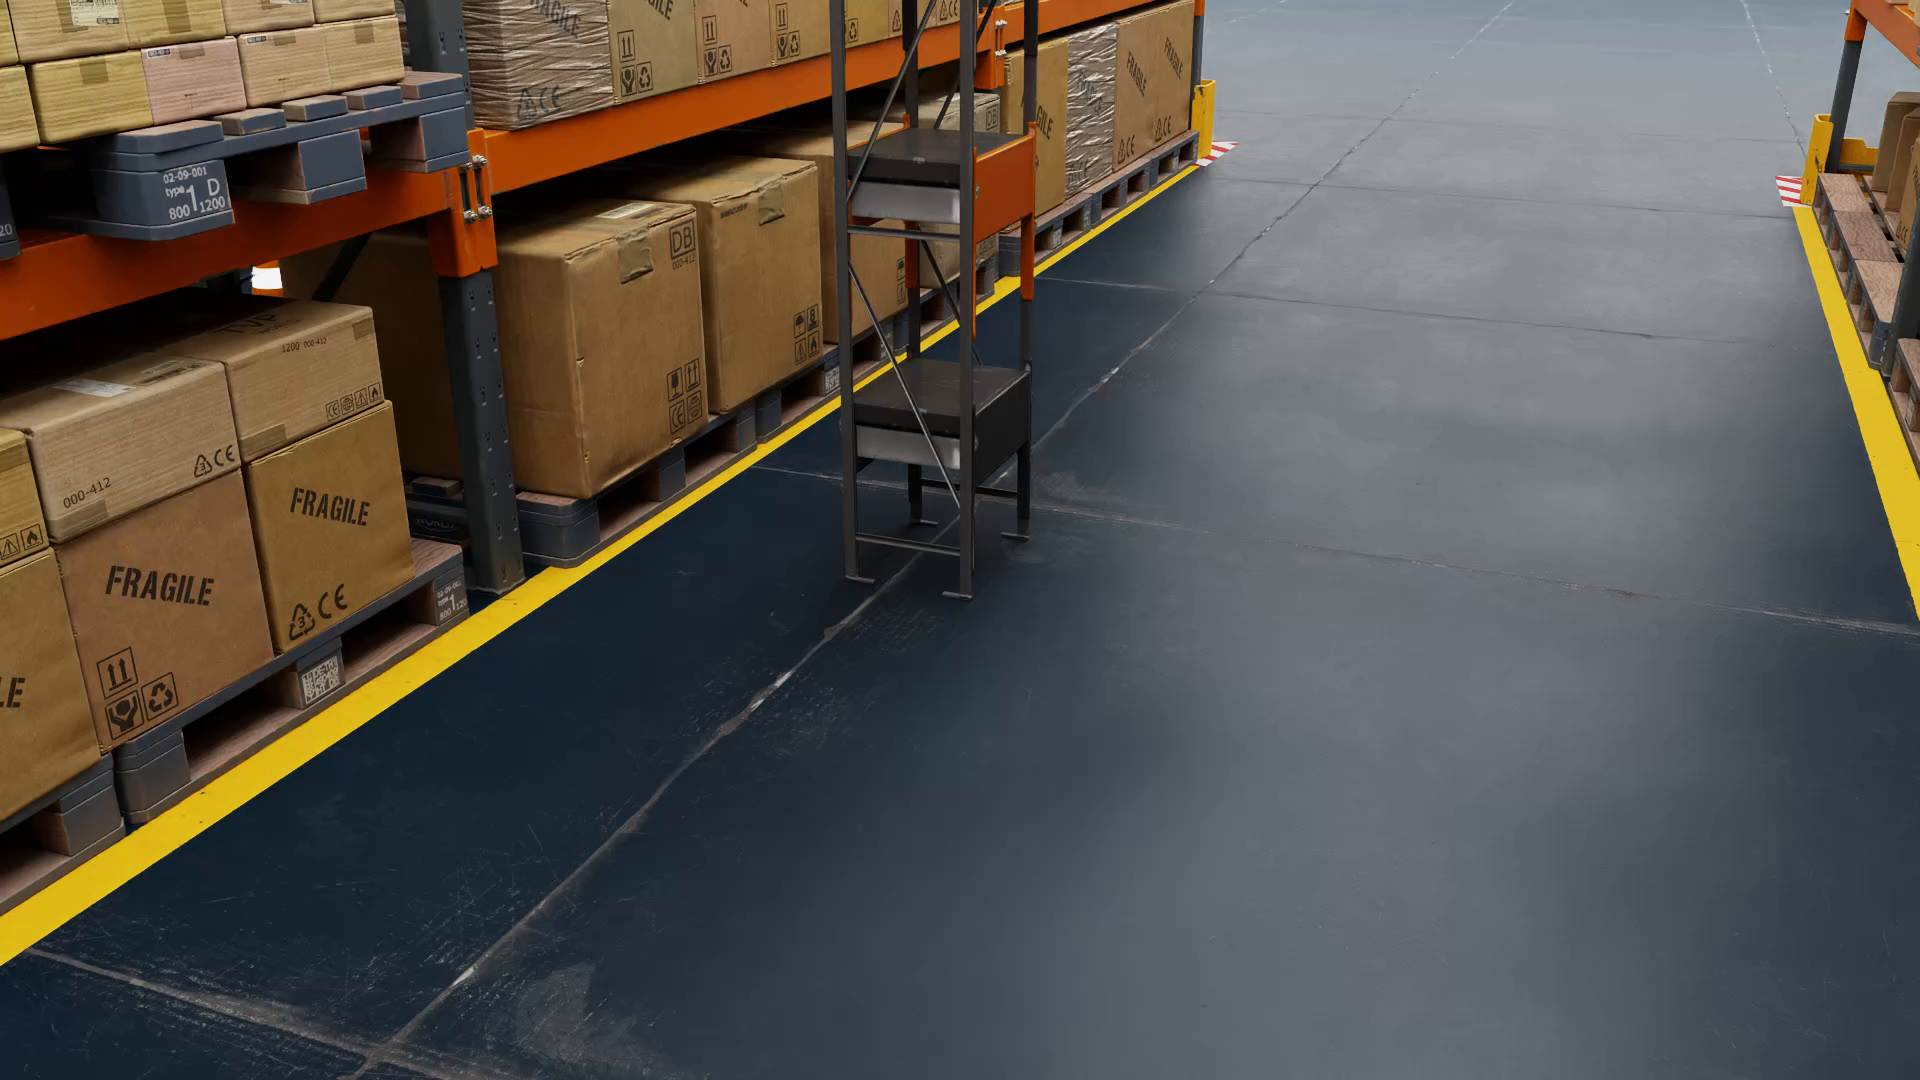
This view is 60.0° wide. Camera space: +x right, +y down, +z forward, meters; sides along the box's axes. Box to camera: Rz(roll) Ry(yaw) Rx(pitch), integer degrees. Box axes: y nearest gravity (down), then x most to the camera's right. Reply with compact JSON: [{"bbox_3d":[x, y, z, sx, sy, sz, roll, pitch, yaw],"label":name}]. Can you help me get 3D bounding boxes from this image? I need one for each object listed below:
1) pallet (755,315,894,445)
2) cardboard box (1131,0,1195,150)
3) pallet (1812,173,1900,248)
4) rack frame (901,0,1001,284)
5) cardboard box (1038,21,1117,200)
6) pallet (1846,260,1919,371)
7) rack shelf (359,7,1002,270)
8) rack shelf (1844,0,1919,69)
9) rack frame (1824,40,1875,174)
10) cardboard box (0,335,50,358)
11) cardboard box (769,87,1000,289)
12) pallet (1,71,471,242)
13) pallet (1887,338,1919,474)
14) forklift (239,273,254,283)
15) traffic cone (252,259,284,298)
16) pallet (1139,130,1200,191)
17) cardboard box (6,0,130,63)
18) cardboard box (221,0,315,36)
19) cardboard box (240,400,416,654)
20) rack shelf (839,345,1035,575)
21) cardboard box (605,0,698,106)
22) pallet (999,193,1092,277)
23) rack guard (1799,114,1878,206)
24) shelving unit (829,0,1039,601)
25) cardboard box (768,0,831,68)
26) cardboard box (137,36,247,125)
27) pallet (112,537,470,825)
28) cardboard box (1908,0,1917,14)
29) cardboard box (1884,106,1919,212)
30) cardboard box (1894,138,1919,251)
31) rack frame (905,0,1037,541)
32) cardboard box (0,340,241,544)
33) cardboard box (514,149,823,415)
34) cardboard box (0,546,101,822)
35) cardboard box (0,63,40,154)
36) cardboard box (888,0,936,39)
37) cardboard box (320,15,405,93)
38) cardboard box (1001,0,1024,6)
[{"bbox_3d":[-0.960,-0.728,6.718,1.003,0.211,1.213,9,24,20],"label":"pallet"},{"bbox_3d":[1.004,-3.132,11.068,0.875,0.875,0.875,9,24,20],"label":"cardboard box"},{"bbox_3d":[5.399,-1.825,9.345,1.003,0.211,1.213,9,24,20],"label":"pallet"},{"bbox_3d":[-0.292,-2.739,7.916,1.000,3.000,0.127,9,24,20],"label":"rack frame"},{"bbox_3d":[0.338,-2.491,9.533,0.875,0.875,0.875,9,24,20],"label":"cardboard box"},{"bbox_3d":[4.492,-0.952,7.254,1.003,0.211,1.213,9,24,20],"label":"pallet"},{"bbox_3d":[-1.035,-1.692,6.341,1.077,0.370,4.000,9,24,20],"label":"rack shelf"},{"bbox_3d":[5.019,-2.377,7.982,1.077,0.370,4.000,9,24,20],"label":"rack shelf"},{"bbox_3d":[5.762,-3.424,9.556,1.000,3.000,0.127,9,24,20],"label":"rack frame"},{"bbox_3d":[-2.447,-0.301,3.803,0.500,0.250,0.500,8,24,19],"label":"cardboard box"},{"bbox_3d":[-0.439,-1.660,7.706,1.050,0.750,0.750,9,24,20],"label":"cardboard box"},{"bbox_3d":[-1.943,-0.949,3.879,1.213,0.211,1.003,9,24,20],"label":"pallet"},{"bbox_3d":[3.988,-0.427,5.999,1.003,0.211,1.213,9,24,20],"label":"pallet"},{"bbox_3d":[-3.452,-1.767,5.677,1.130,2.935,3.031,8,24,18],"label":"forklift"},{"bbox_3d":[-3.265,-1.350,7.882,0.336,0.463,0.334,9,24,20],"label":"traffic cone"},{"bbox_3d":[0.970,-2.587,11.169,1.003,0.211,1.213,9,24,20],"label":"pallet"},{"bbox_3d":[-1.825,-1.001,3.150,0.380,0.149,0.250,9,24,20],"label":"cardboard box"},{"bbox_3d":[-1.636,-1.185,3.591,0.380,0.149,0.250,10,25,22],"label":"cardboard box"},{"bbox_3d":[-1.779,-0.075,4.237,0.500,0.500,0.500,9,24,20],"label":"cardboard box"},{"bbox_3d":[-0.061,-0.251,4.979,0.431,0.518,0.480,9,24,20],"label":"rack shelf"},{"bbox_3d":[-1.174,-1.658,5.199,0.500,0.500,0.500,9,24,20],"label":"cardboard box"},{"bbox_3d":[0.063,-1.713,9.078,1.003,0.211,1.213,9,24,20],"label":"pallet"},{"bbox_3d":[5.733,-2.244,9.973,1.175,0.500,0.348,9,24,20],"label":"rack guard"},{"bbox_3d":[-0.061,-0.910,4.703,0.431,2.100,0.503,9,24,20],"label":"shelving unit"},{"bbox_3d":[-0.799,-2.017,6.057,0.500,0.500,0.500,9,24,19],"label":"cardboard box"},{"bbox_3d":[-1.723,-0.963,3.444,0.380,0.149,0.250,9,24,21],"label":"cardboard box"},{"bbox_3d":[-2.069,0.258,4.358,1.003,0.211,1.213,9,24,20],"label":"pallet"},{"bbox_3d":[4.654,-2.531,7.743,0.380,0.149,0.250,9,24,20],"label":"cardboard box"},{"bbox_3d":[5.324,-2.025,8.904,0.500,0.500,0.500,16,28,34],"label":"cardboard box"},{"bbox_3d":[4.825,-1.610,7.911,0.500,0.500,0.500,7,24,15],"label":"cardboard box"},{"bbox_3d":[0.029,-0.997,4.913,0.400,2.100,0.015,9,24,20],"label":"rack frame"},{"bbox_3d":[-1.966,-0.230,3.633,0.500,0.250,0.500,9,24,21],"label":"cardboard box"},{"bbox_3d":[-1.146,-0.982,6.083,1.050,0.750,0.750,9,24,21],"label":"cardboard box"},{"bbox_3d":[-2.157,0.302,3.334,0.500,0.500,0.500,8,24,18],"label":"cardboard box"},{"bbox_3d":[-1.917,-0.777,3.000,0.380,0.149,0.250,8,24,18],"label":"cardboard box"},{"bbox_3d":[-0.425,-2.380,6.925,0.500,0.500,0.500,9,24,19],"label":"cardboard box"},{"bbox_3d":[-1.534,-1.143,3.876,0.380,0.149,0.250,9,24,21],"label":"cardboard box"},{"bbox_3d":[-0.166,-2.942,8.207,0.875,0.550,0.550,9,24,20],"label":"cardboard box"}]
